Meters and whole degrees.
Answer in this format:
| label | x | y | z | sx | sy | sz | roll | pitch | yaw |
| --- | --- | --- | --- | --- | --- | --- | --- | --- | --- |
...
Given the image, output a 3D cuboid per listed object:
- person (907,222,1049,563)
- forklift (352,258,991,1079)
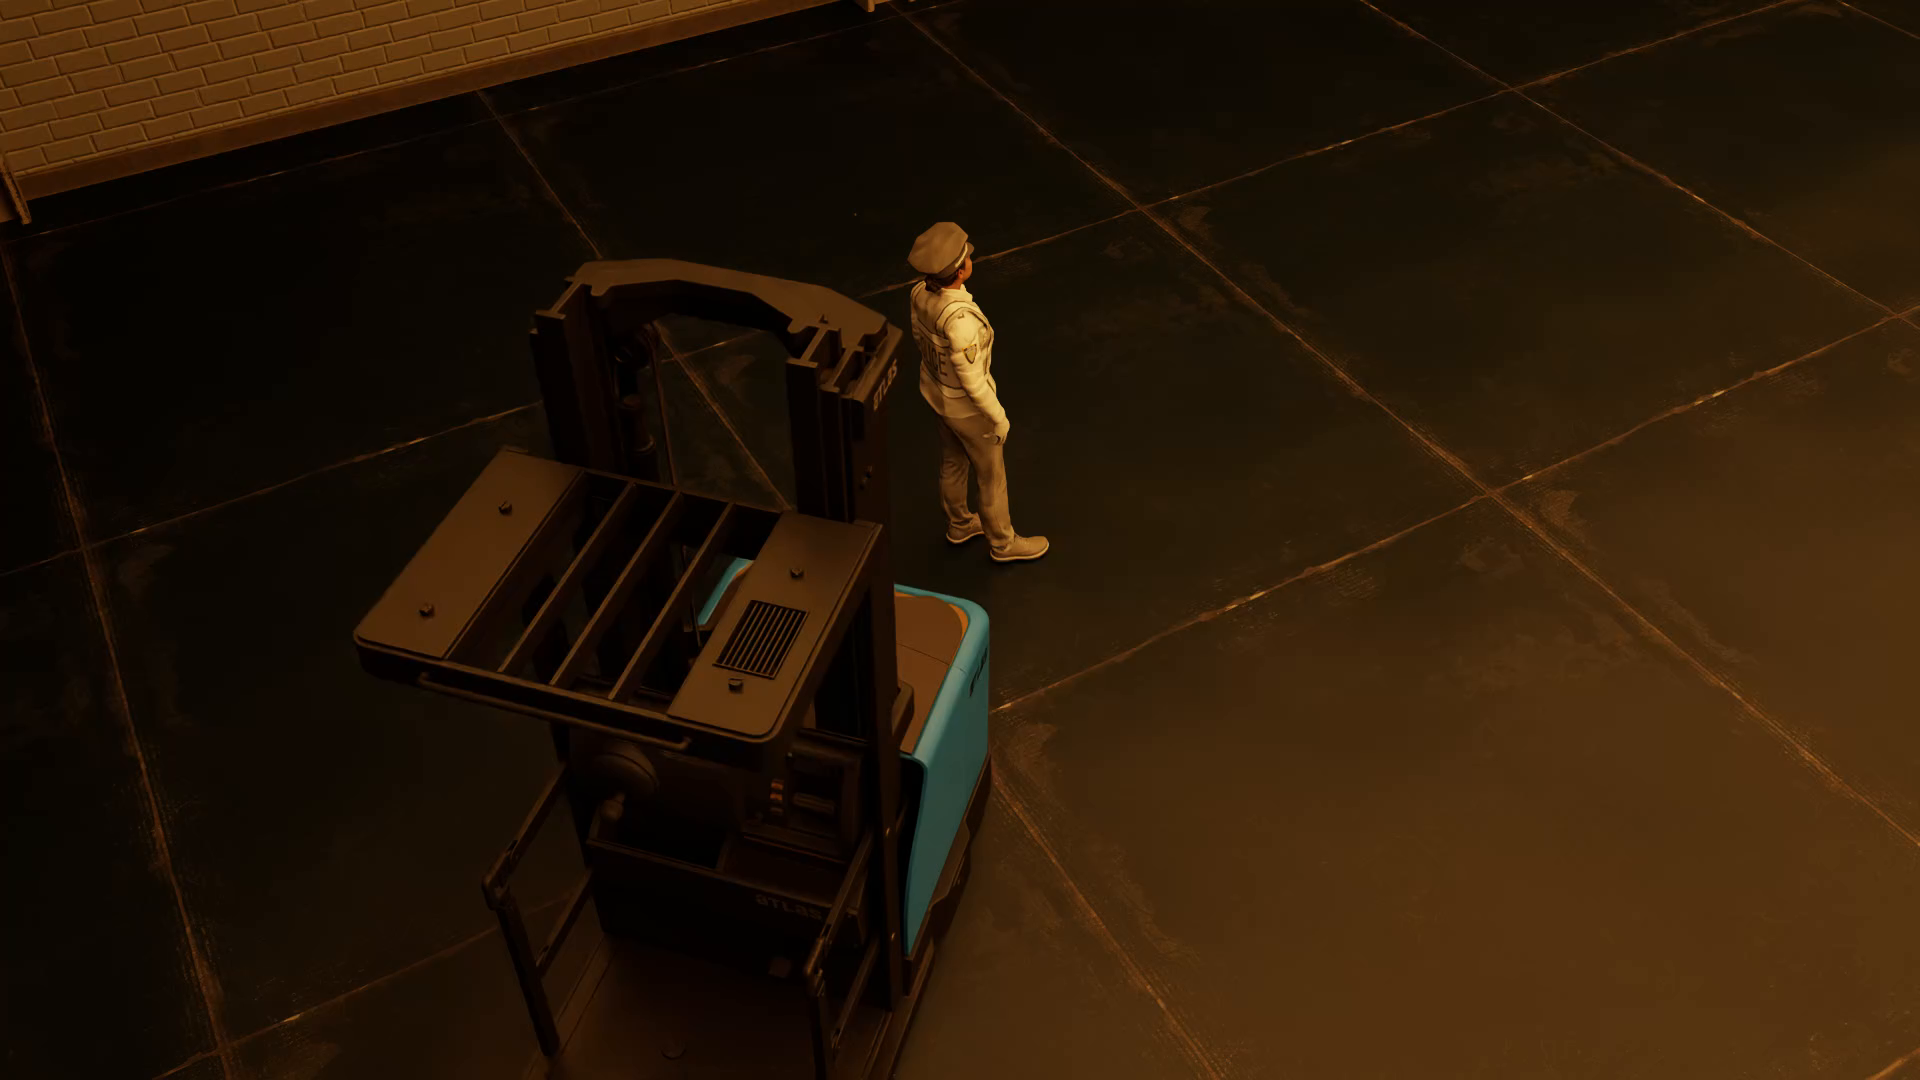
| label | x | y | z | sx | sy | sz | roll | pitch | yaw |
| --- | --- | --- | --- | --- | --- | --- | --- | --- | --- |
| person | 0.063 | -0.645 | 7.292 | 0.532 | 1.694 | 0.586 | -21 | 47 | -21 |
| forklift | -0.803 | 0.802 | 4.833 | 1.130 | 2.935 | 3.031 | 12 | 44 | 13 |
